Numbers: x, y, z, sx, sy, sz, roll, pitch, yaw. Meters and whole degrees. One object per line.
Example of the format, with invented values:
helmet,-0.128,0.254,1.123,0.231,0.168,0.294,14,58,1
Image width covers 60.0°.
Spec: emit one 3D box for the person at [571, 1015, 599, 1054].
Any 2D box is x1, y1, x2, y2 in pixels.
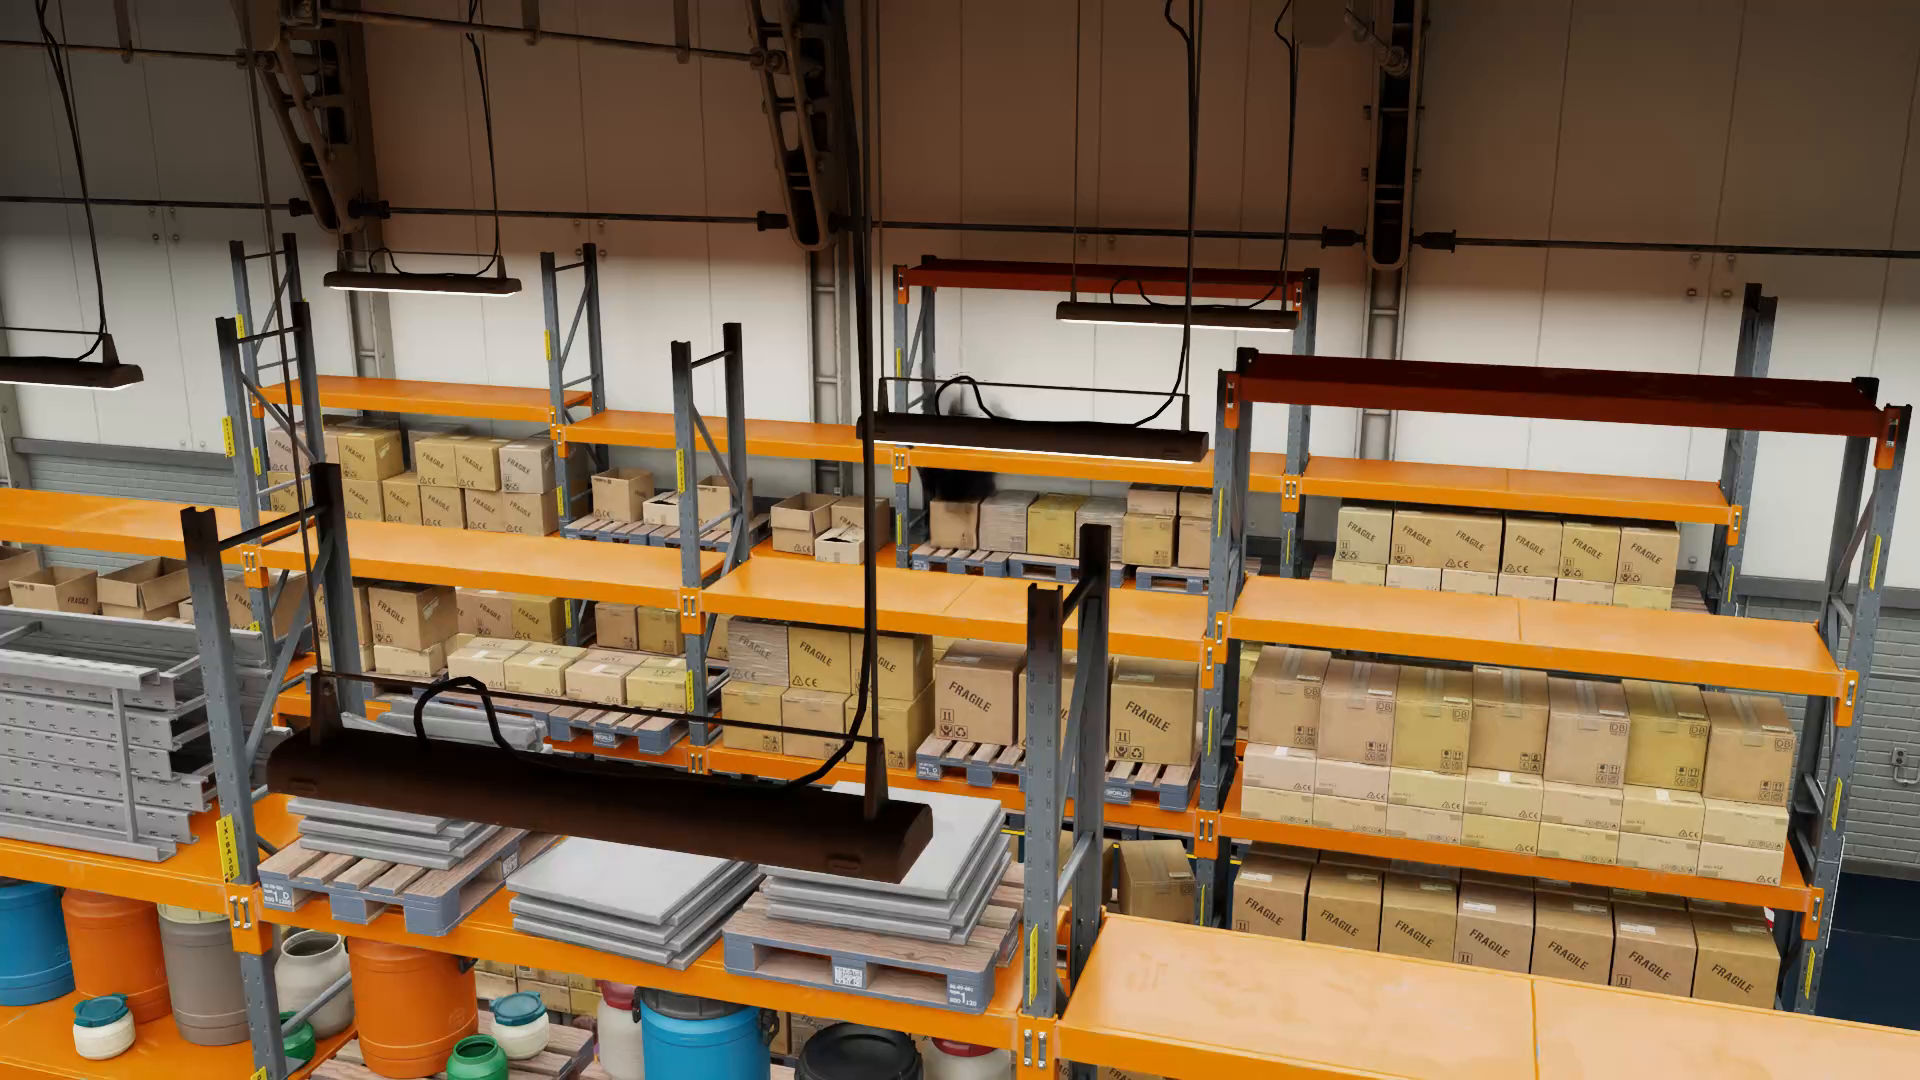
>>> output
person,-2.558,4.081,11.727,0.655,1.640,0.535,3,16,10
